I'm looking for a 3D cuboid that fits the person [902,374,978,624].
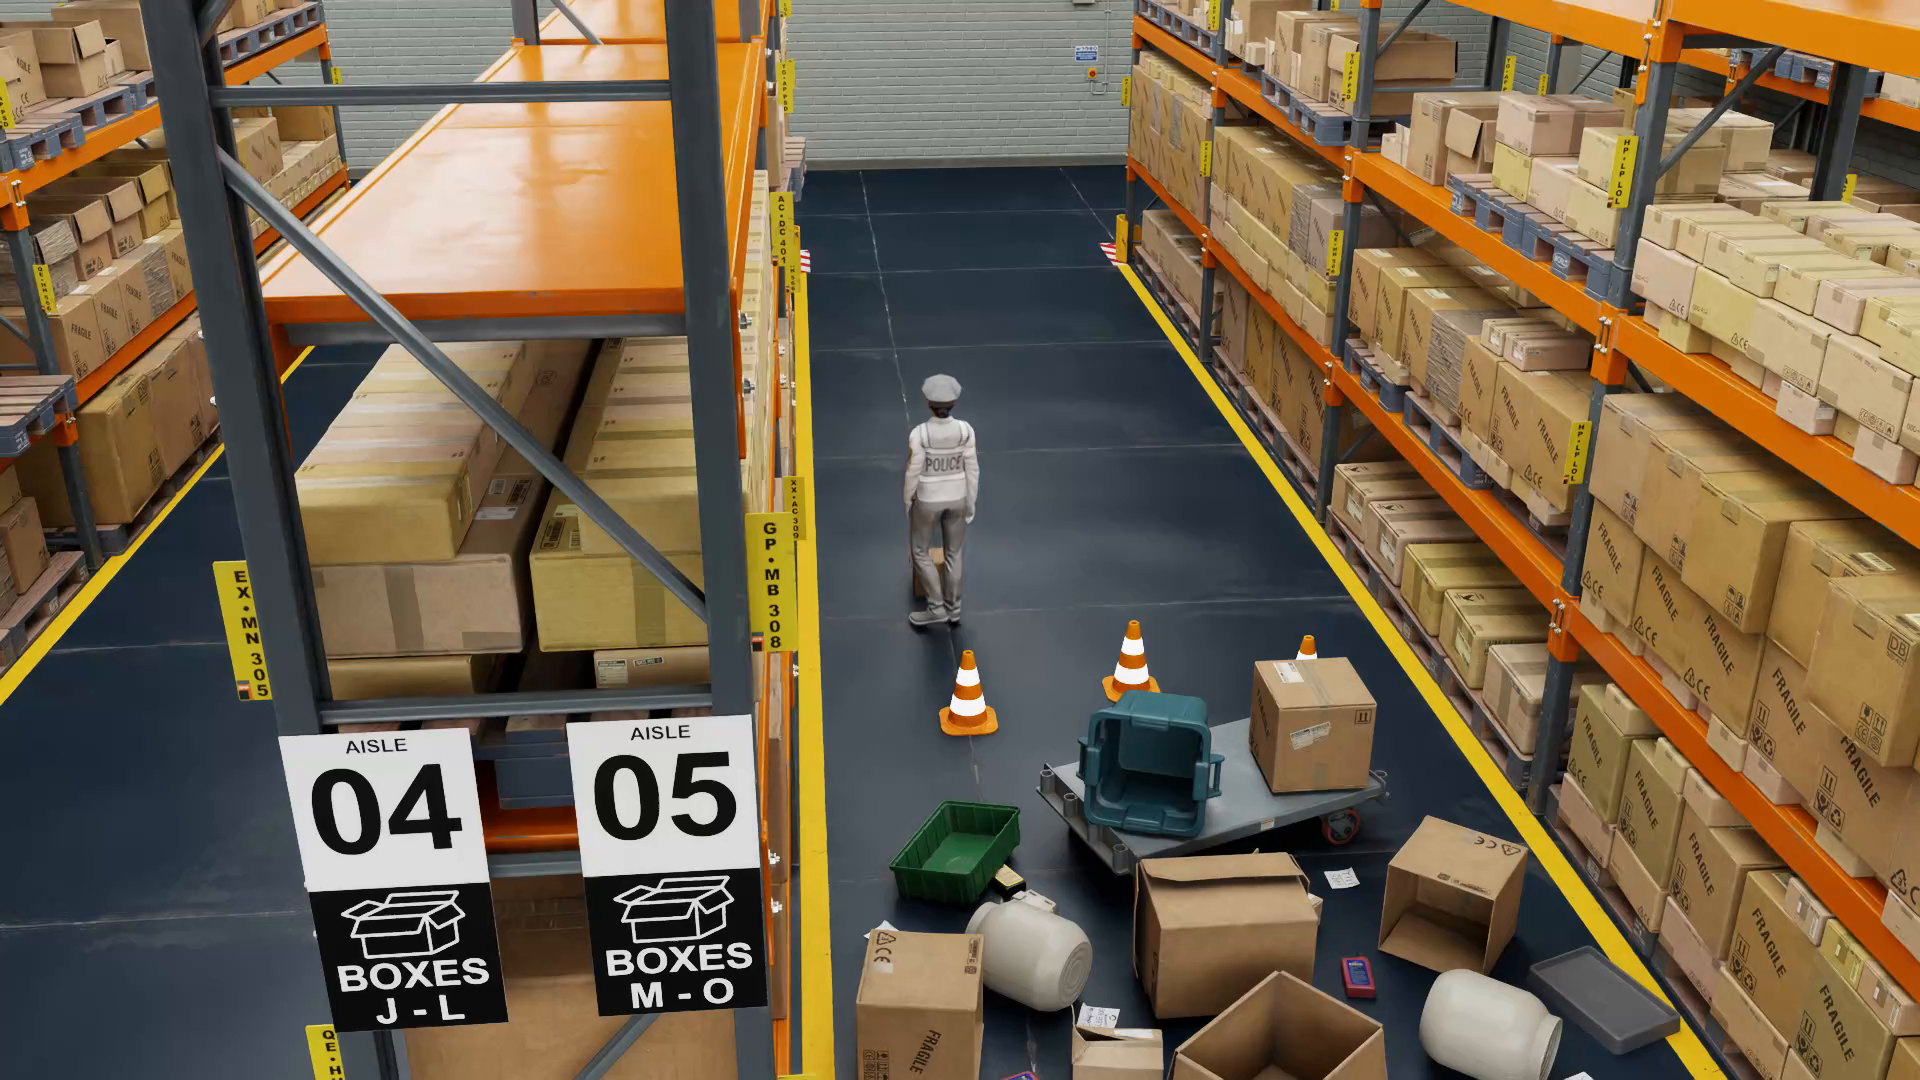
[{"bbox_3d":[-0.128,-0.250,10.777,0.491,1.693,0.369,-7,25,-15],"label":"person"}]
